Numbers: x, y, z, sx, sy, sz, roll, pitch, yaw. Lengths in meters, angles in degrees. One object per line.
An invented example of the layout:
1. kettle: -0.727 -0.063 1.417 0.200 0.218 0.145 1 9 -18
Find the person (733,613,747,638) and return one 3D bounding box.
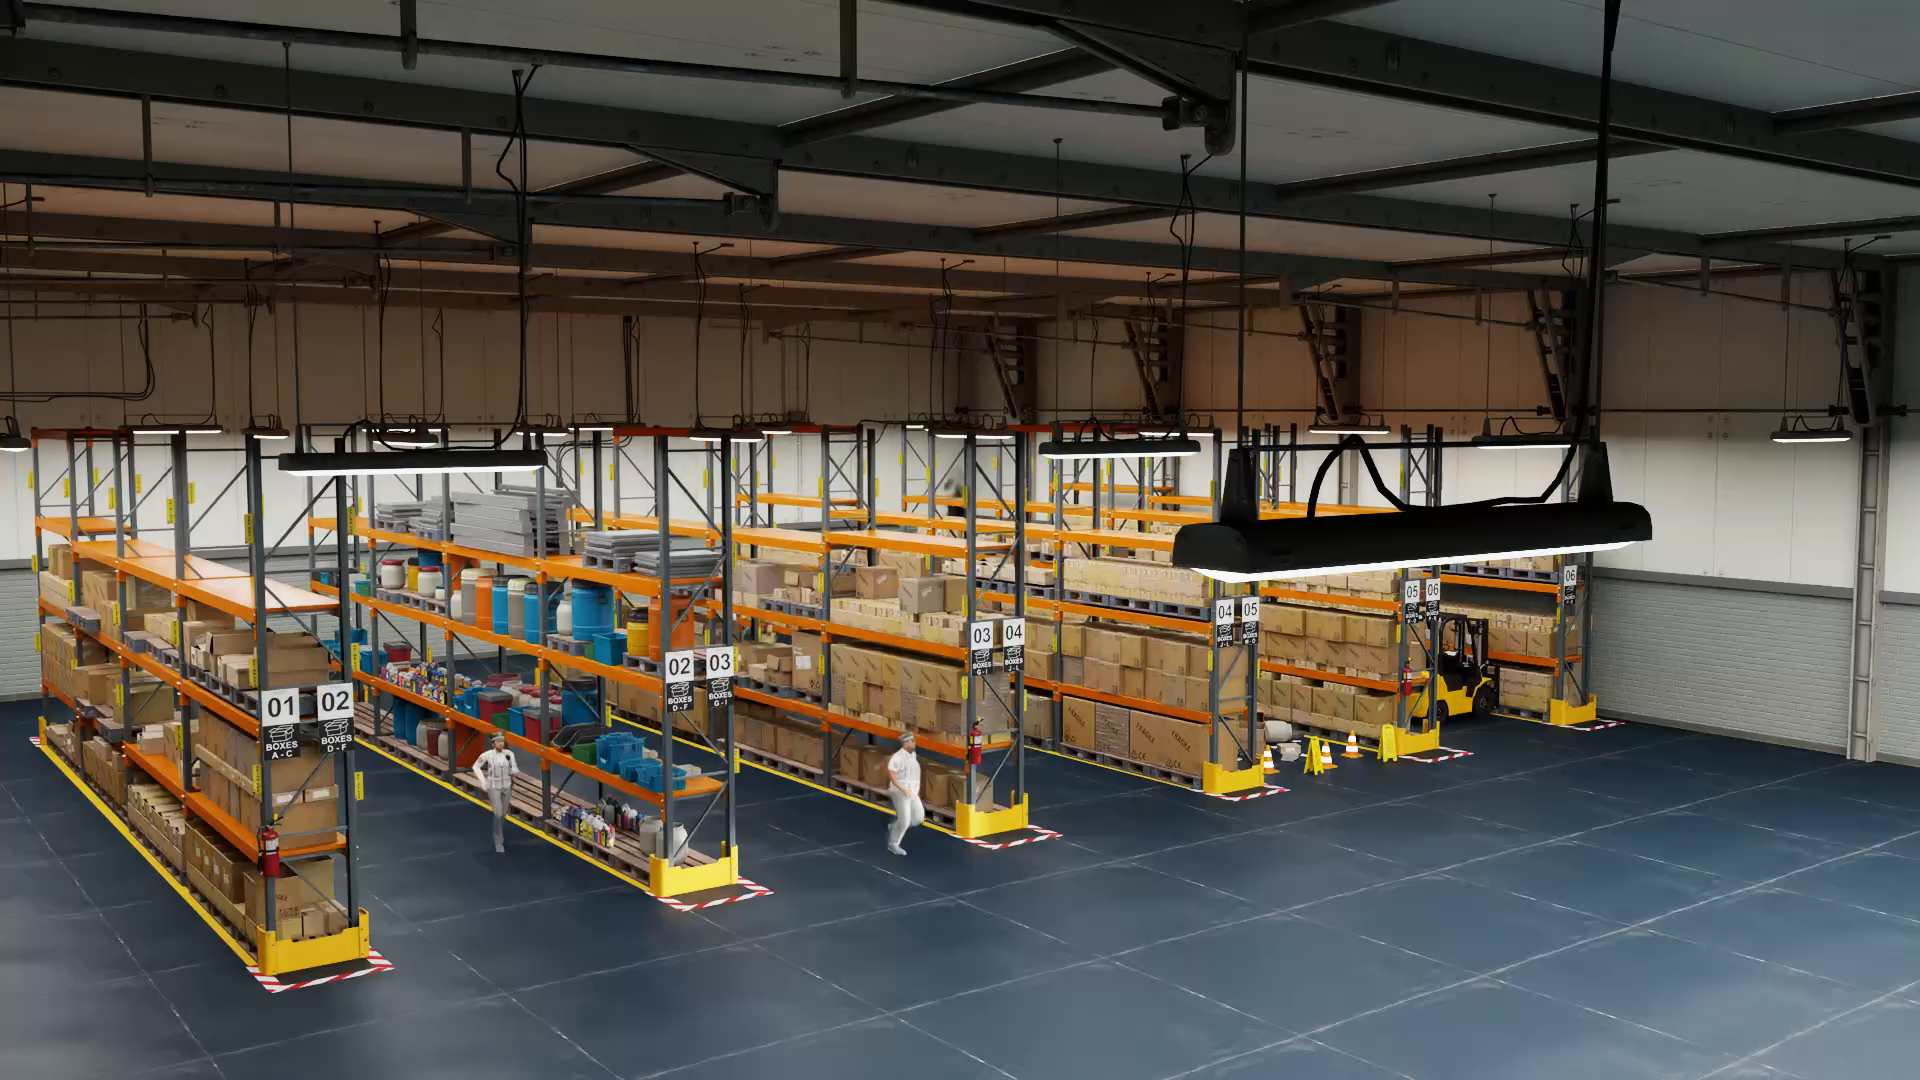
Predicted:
1. person: -5.534 2.260 41.769 0.633 1.642 0.602 4 6 38

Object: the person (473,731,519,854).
1. person: -6.638 3.614 23.936 0.595 1.754 0.702 -3 6 -37

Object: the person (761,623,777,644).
1. person: -4.207 2.625 36.819 0.618 1.618 0.674 -4 6 -39

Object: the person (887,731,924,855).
1. person: -0.765 3.613 23.899 0.518 1.734 0.714 3 5 31
